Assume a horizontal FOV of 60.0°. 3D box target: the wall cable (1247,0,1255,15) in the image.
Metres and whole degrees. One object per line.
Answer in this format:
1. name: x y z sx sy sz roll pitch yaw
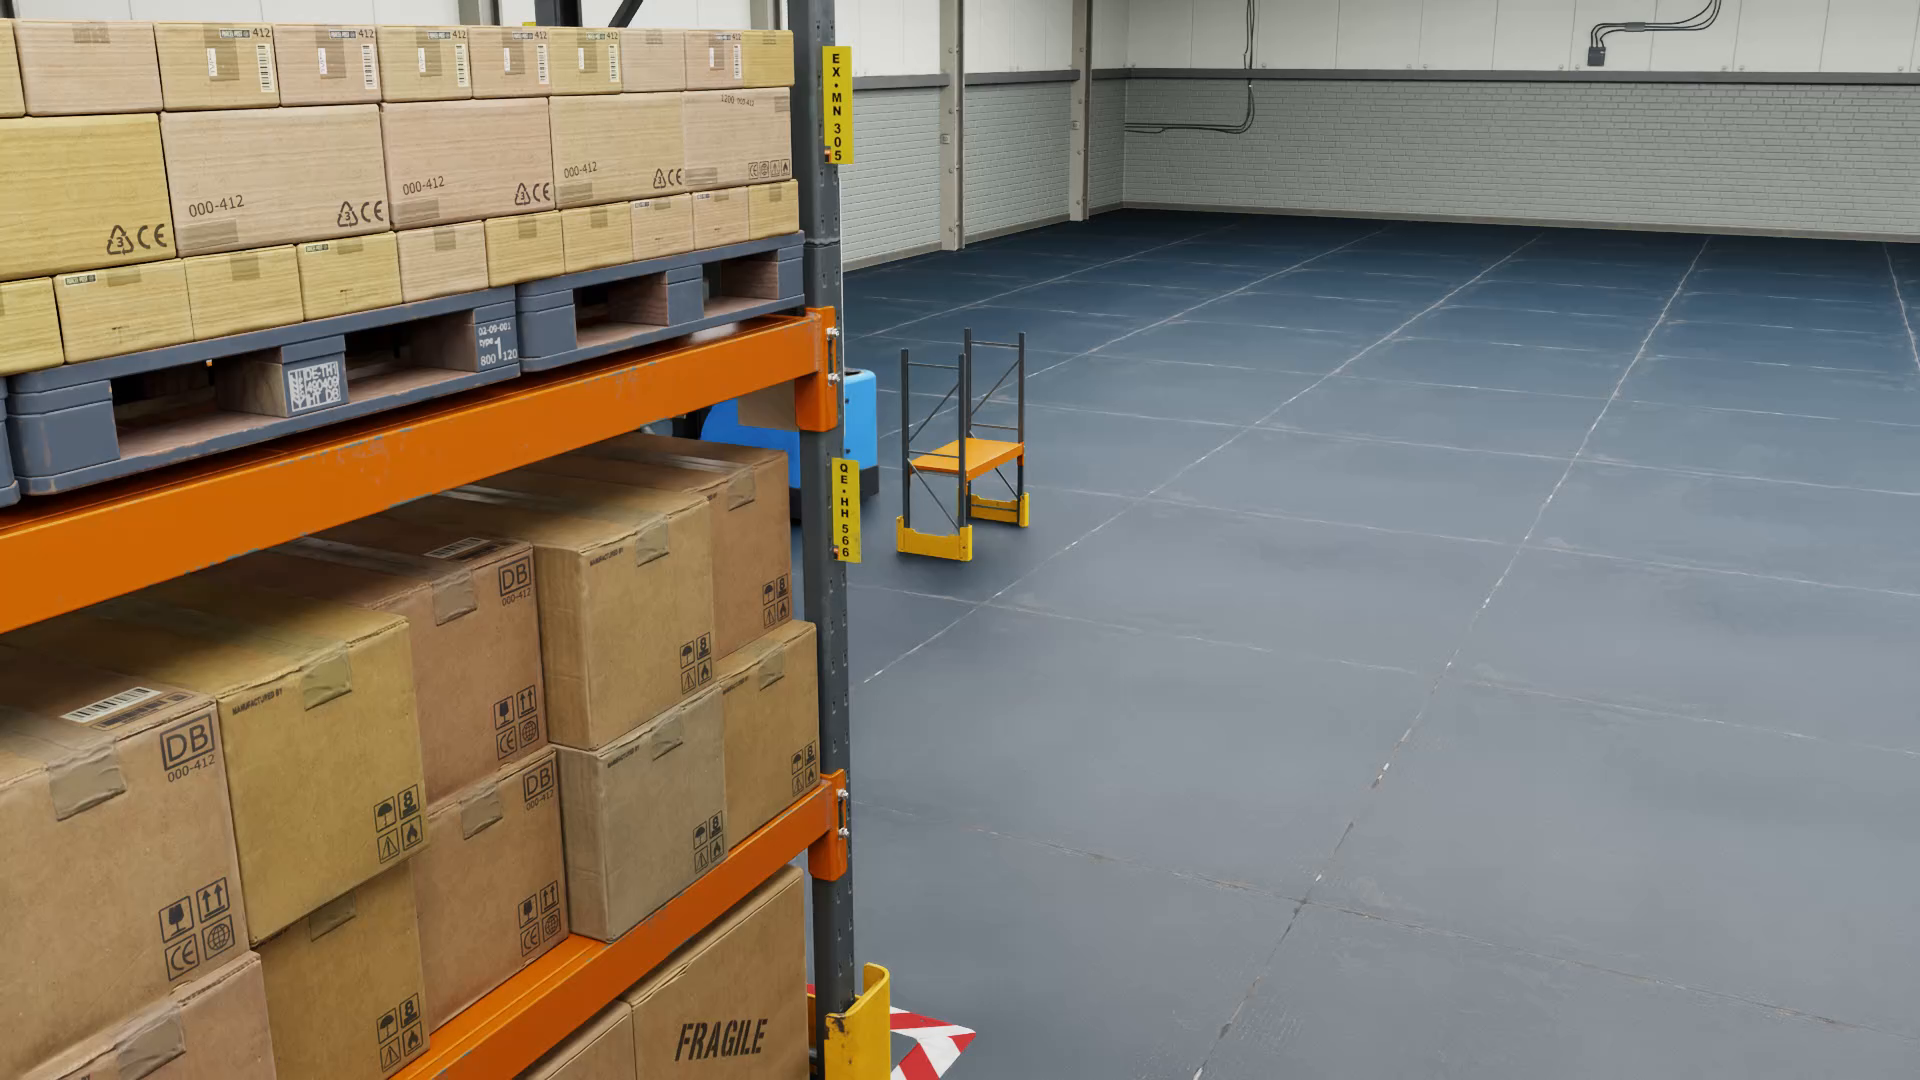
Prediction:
1. wall cable: 7.460 -12.354 34.896 3.097 2.526 0.112 8 18 25

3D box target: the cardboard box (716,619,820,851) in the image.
1. cardboard box: -0.957 0.534 5.194 0.875 0.550 0.550 8 18 25

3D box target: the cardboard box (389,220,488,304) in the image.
1. cardboard box: -1.245 -0.609 3.568 0.380 0.149 0.250 8 18 26

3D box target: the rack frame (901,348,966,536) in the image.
1. rack frame: -0.189 -0.611 11.948 0.500 1.500 0.032 8 18 25

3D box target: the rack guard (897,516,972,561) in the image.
1. rack guard: -0.188 -0.012 12.127 0.587 0.250 0.087 8 18 25

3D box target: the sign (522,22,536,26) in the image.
1. sign: -1.325 -1.461 5.233 0.100 0.325 0.005 8 18 25

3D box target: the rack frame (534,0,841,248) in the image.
1. rack frame: -0.832 -2.370 4.698 1.000 3.000 0.127 8 18 25

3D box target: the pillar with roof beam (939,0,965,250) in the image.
1. pillar with roof beam: 3.711 -9.107 27.382 9.100 9.000 0.400 8 18 25

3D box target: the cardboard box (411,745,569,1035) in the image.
1. cardboard box: -1.546 0.804 4.286 0.875 0.550 0.550 8 18 25

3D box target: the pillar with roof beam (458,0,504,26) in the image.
1. pillar with roof beam: -1.651 -6.051 17.091 9.100 9.000 0.400 8 18 25

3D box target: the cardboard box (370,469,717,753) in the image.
1. cardboard box: -1.195 0.158 4.565 0.875 0.550 0.550 8 18 25

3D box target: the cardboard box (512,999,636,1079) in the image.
1. cardboard box: -1.467 1.729 4.430 0.875 0.875 0.875 8 18 25

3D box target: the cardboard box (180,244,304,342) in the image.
1. cardboard box: -1.473 -0.479 3.128 0.380 0.149 0.250 8 18 26

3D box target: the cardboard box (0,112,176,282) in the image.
1. cardboard box: -1.701 -0.579 2.766 0.500 0.250 0.500 8 18 25

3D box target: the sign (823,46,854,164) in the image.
1. sign: -0.352 -1.246 4.766 0.100 0.325 0.005 8 18 25

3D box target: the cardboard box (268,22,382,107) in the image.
1. cardboard box: -1.360 -0.926 3.231 0.380 0.149 0.250 8 18 26

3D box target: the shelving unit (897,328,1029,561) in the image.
1. shelving unit: 0.034 -0.738 12.376 0.587 1.500 1.083 8 18 25

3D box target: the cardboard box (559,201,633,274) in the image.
1. cardboard box: -1.018 -0.739 4.004 0.380 0.149 0.250 8 18 26

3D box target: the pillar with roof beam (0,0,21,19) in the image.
1. pillar with roof beam: -4.332 -4.522 11.945 9.100 9.000 0.400 8 18 25

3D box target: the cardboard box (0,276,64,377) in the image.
1. cardboard box: -1.699 -0.351 2.697 0.380 0.149 0.250 8 18 24

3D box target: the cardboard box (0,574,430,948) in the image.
1. cardboard box: -1.687 0.435 3.632 0.875 0.550 0.500 8 18 25

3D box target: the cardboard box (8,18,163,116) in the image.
1. cardboard box: -1.585 -0.798 2.802 0.380 0.149 0.250 8 18 25

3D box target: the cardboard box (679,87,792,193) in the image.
1. cardboard box: -0.800 -1.092 4.491 0.500 0.250 0.500 8 18 26

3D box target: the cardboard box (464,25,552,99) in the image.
1. cardboard box: -1.133 -1.056 3.670 0.380 0.149 0.250 8 18 26

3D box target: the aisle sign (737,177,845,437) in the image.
1. aisle sign: -0.532 -0.720 5.115 0.394 0.787 0.004 8 18 25

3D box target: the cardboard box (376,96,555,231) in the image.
1. cardboard box: -1.250 -0.837 3.632 0.500 0.250 0.500 8 18 25

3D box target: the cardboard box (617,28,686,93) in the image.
1. cardboard box: -0.906 -1.185 4.106 0.380 0.149 0.250 8 19 26

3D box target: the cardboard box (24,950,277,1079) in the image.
1. cardboard box: -1.893 1.092 3.316 0.875 0.550 0.550 8 18 25

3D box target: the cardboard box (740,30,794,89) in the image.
1. cardboard box: -0.678 -1.314 4.539 0.380 0.149 0.250 8 18 26

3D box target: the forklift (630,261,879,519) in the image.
1. forklift: -2.171 -1.849 13.601 3.031 2.935 1.130 11 20 32

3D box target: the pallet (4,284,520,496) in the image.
1. pallet: -1.698 -0.387 3.447 1.003 0.211 1.213 8 18 25

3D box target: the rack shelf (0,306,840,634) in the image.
1. rack shelf: -1.725 -0.078 3.513 1.077 0.370 4.000 8 18 25

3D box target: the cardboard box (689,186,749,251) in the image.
1. cardboard box: -0.790 -0.869 4.441 0.380 0.149 0.250 8 18 26

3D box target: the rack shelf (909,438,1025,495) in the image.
1. rack shelf: 0.038 -0.568 12.435 0.538 0.185 1.000 8 18 25
